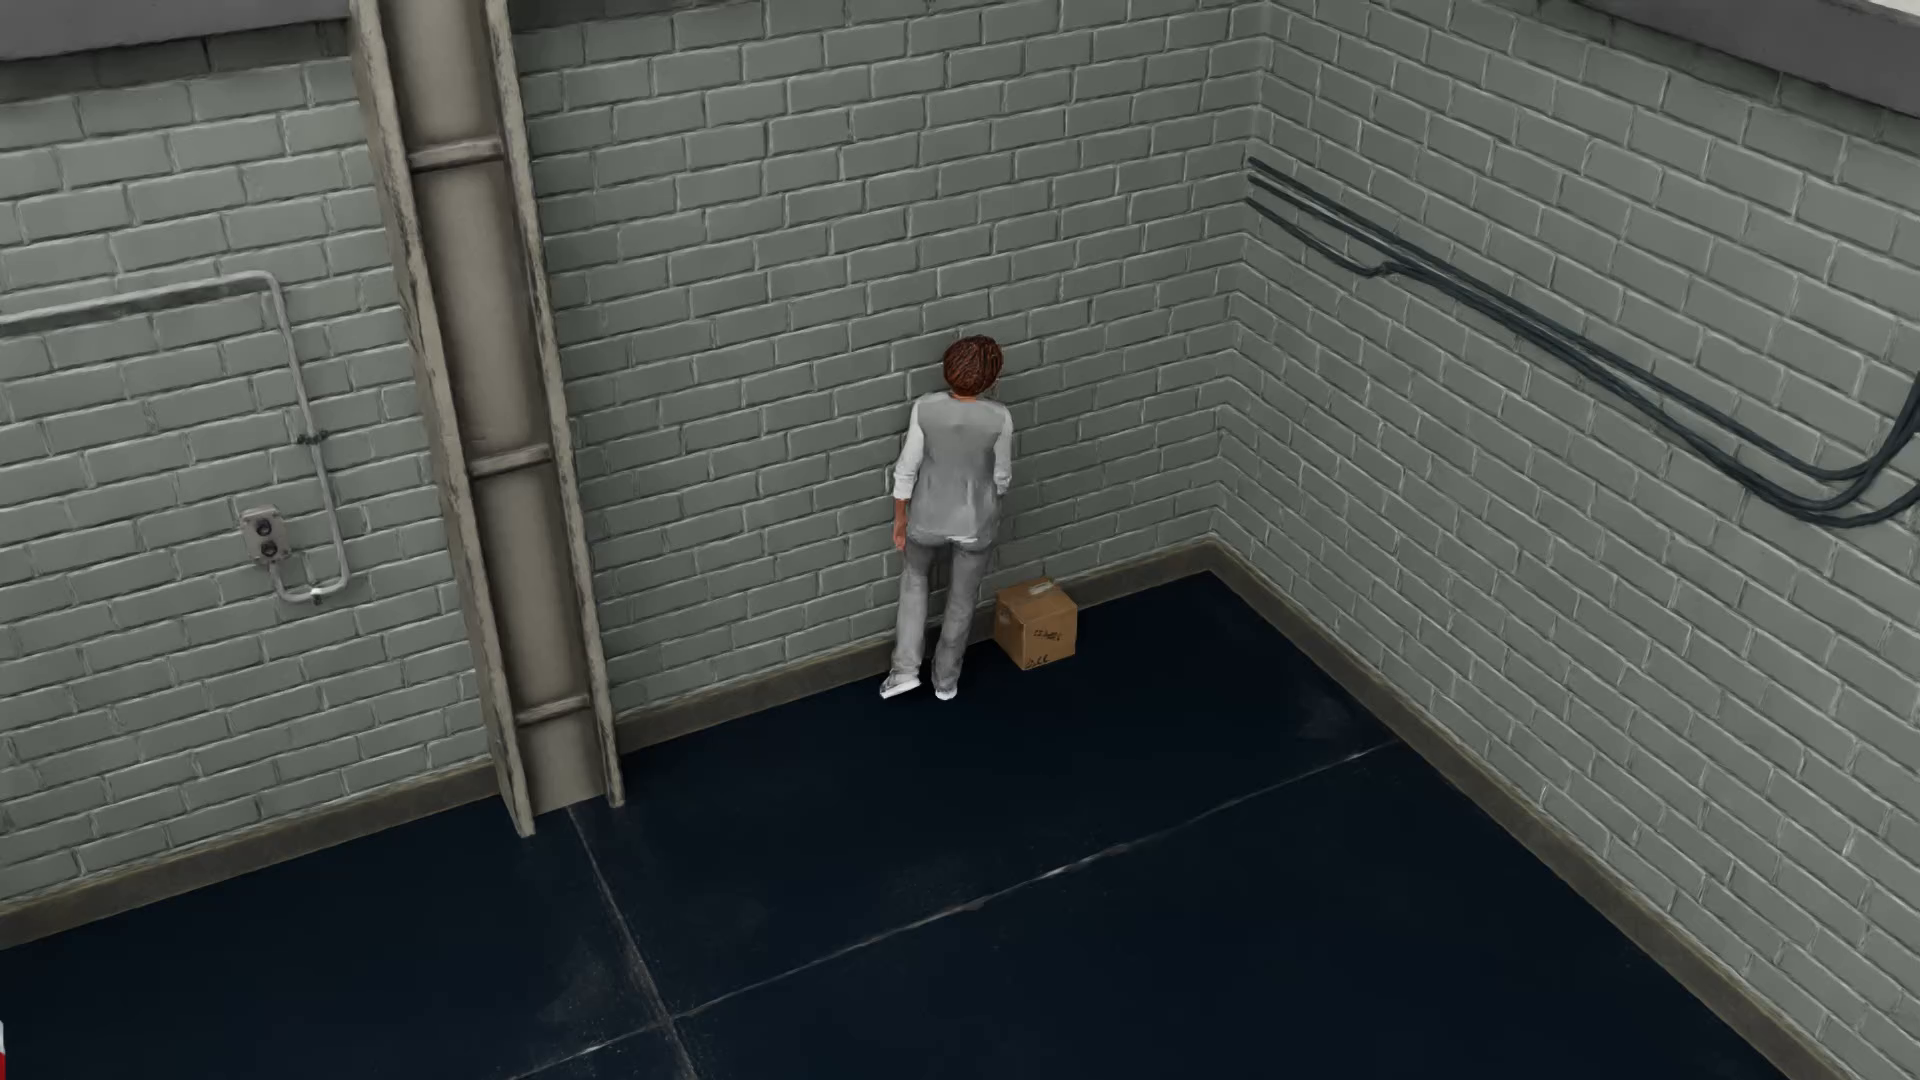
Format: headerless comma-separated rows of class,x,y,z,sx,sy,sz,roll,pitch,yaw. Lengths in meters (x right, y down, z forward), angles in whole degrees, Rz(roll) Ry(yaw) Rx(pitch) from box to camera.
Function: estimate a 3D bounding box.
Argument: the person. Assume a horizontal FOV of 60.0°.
person,-0.061,-0.058,6.235,0.508,1.596,0.390,4,34,6
